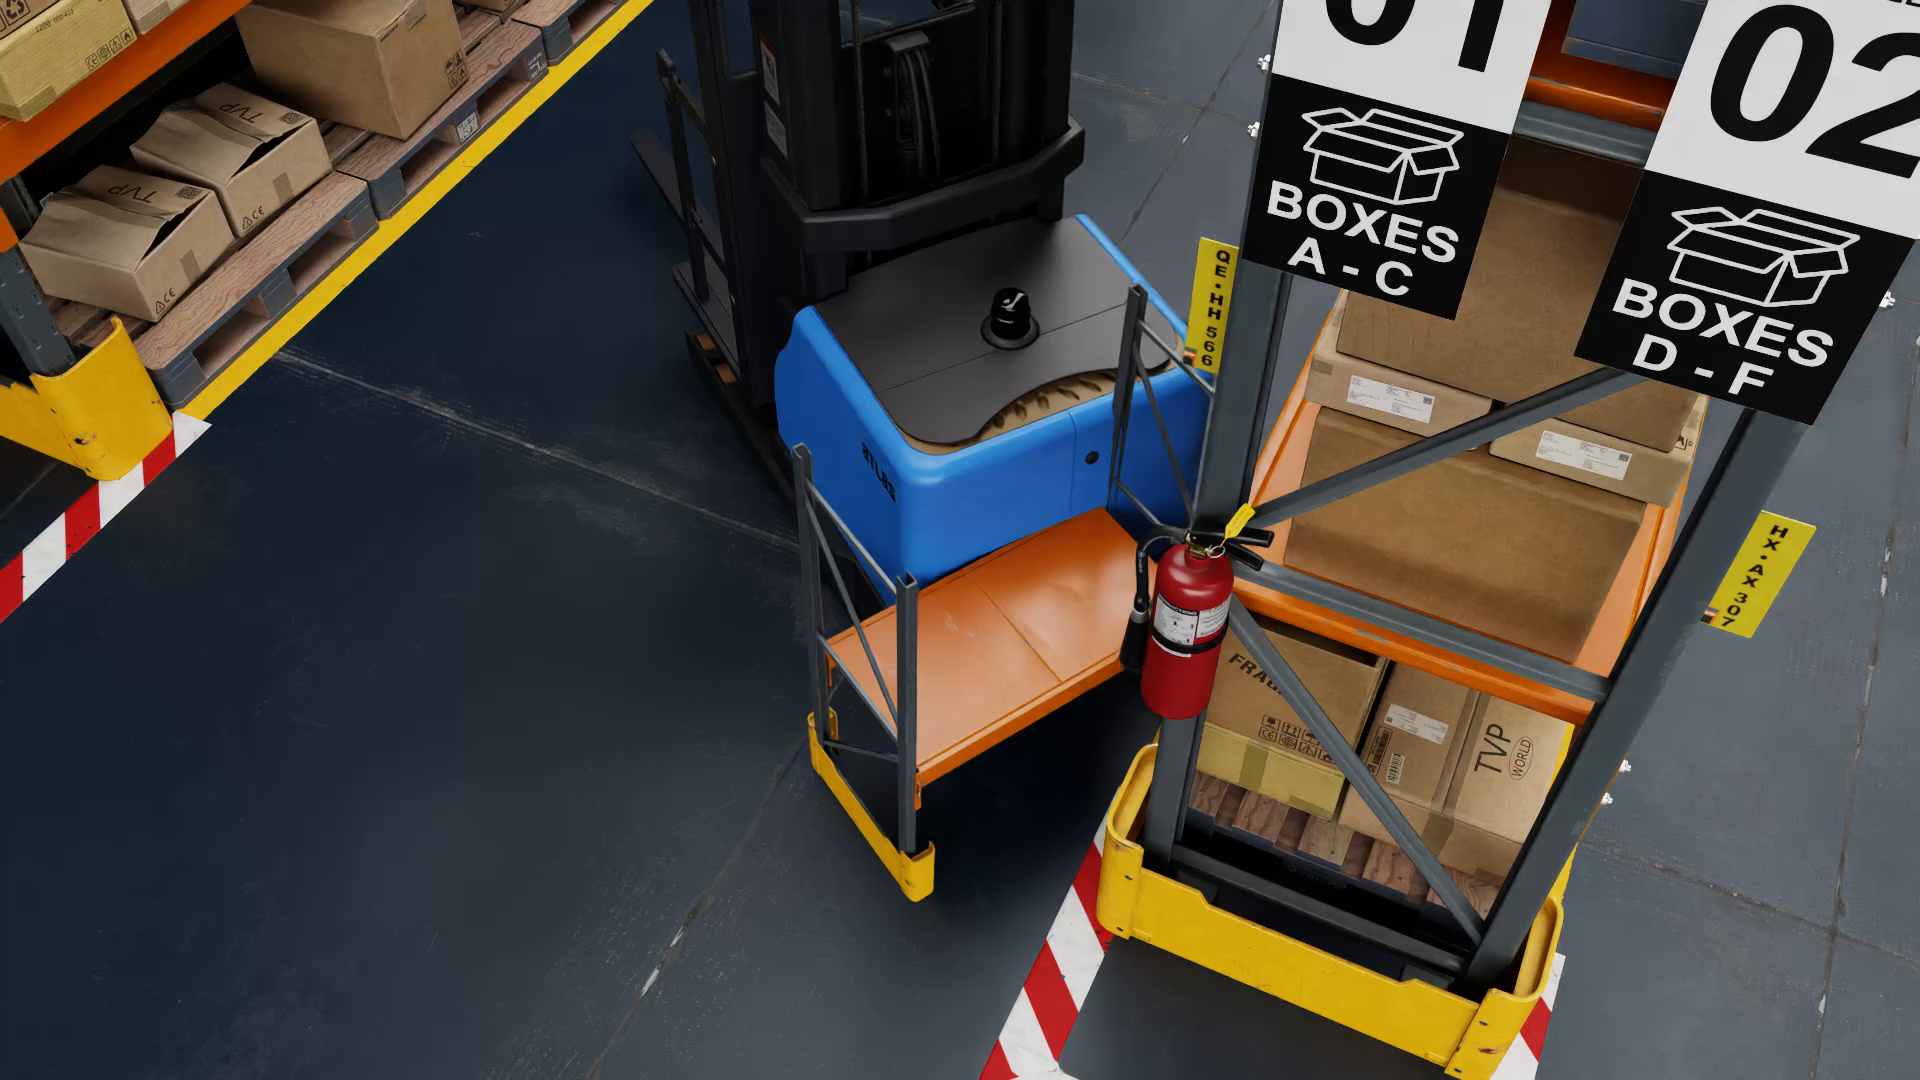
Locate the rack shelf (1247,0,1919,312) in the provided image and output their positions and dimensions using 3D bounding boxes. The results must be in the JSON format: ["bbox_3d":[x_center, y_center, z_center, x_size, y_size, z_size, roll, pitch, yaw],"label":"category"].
[{"bbox_3d":[1.838,-1.927,3.923,1.077,0.370,4.000,20,52,16],"label":"rack shelf"}]

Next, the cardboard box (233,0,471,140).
[{"bbox_3d":[-2.518,-2.082,6.904,0.700,0.500,0.500,17,52,14],"label":"cardboard box"}]

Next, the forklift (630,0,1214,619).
[{"bbox_3d":[-0.371,-1.595,5.182,1.130,2.935,3.031,-22,53,-17],"label":"forklift"}]

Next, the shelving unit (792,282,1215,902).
[{"bbox_3d":[0.162,0.178,4.606,1.083,1.500,0.587,-28,58,-21],"label":"shelving unit"}]

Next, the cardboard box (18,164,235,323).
[{"bbox_3d":[-3.120,-1.139,6.226,0.500,0.311,0.500,14,51,12],"label":"cardboard box"}]

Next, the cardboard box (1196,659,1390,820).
[{"bbox_3d":[0.946,0.478,4.903,0.500,0.250,0.500,20,52,16],"label":"cardboard box"}]

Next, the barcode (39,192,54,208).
[{"bbox_3d":[-3.474,-1.284,6.344,0.001,0.075,0.075,20,52,16],"label":"barcode"}]

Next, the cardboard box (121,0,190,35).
[{"bbox_3d":[-2.792,-1.973,5.545,0.500,0.250,0.500,18,52,15],"label":"cardboard box"}]

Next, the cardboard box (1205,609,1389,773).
[{"bbox_3d":[0.944,0.235,4.618,0.500,0.500,0.500,20,52,16],"label":"cardboard box"}]

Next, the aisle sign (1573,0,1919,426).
[{"bbox_3d":[1.232,-0.509,2.506,0.394,0.787,0.004,20,52,16],"label":"aisle sign"}]

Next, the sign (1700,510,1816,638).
[{"bbox_3d":[1.483,0.067,3.103,0.100,0.325,0.005,20,52,16],"label":"sign"}]

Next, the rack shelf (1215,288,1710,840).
[{"bbox_3d":[1.838,-0.955,5.066,1.077,0.370,4.000,20,52,16],"label":"rack shelf"}]

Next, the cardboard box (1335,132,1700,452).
[{"bbox_3d":[1.217,-0.618,3.389,0.700,0.500,0.500,20,52,16],"label":"cardboard box"}]

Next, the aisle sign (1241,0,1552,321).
[{"bbox_3d":[0.690,-0.704,2.673,0.394,0.787,0.004,20,52,16],"label":"aisle sign"}]

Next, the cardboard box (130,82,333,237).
[{"bbox_3d":[-2.876,-1.531,6.560,0.500,0.311,0.500,24,54,19],"label":"cardboard box"}]

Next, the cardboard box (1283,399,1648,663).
[{"bbox_3d":[1.195,-0.161,3.852,0.700,0.500,0.500,20,52,16],"label":"cardboard box"}]

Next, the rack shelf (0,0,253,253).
[{"bbox_3d":[-2.642,-2.565,6.435,1.077,0.370,4.000,20,52,16],"label":"rack shelf"}]

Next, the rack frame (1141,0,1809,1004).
[{"bbox_3d":[0.984,0.189,3.620,1.000,3.000,0.127,20,52,16],"label":"rack frame"}]

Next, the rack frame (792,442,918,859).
[{"bbox_3d":[-0.265,0.401,4.417,0.032,1.500,0.500,-28,58,-21],"label":"rack frame"}]

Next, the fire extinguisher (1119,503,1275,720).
[{"bbox_3d":[0.513,0.144,3.709,0.296,0.674,0.183,20,52,16],"label":"fire extinguisher"}]

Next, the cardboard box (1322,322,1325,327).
[{"bbox_3d":[1.358,-0.459,5.208,0.500,0.500,0.500,20,52,16],"label":"cardboard box"}]

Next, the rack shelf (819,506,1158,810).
[{"bbox_3d":[0.150,0.293,4.744,1.000,0.185,0.538,-28,58,-21],"label":"rack shelf"}]

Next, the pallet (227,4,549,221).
[{"bbox_3d":[-2.563,-1.954,7.274,1.003,0.211,1.213,20,52,16],"label":"pallet"}]

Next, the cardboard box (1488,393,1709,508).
[{"bbox_3d":[1.346,-0.254,3.505,0.380,0.149,0.250,19,52,16],"label":"cardboard box"}]

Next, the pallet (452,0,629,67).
[{"bbox_3d":[-2.043,-2.797,7.992,1.003,0.211,1.213,20,52,16],"label":"pallet"}]

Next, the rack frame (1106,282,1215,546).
[{"bbox_3d":[0.574,-0.038,4.788,0.032,1.500,0.500,-28,58,-21],"label":"rack frame"}]

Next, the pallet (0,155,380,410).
[{"bbox_3d":[-3.085,-1.117,6.562,1.003,0.211,1.213,20,52,16],"label":"pallet"}]

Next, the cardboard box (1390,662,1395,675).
[{"bbox_3d":[1.624,0.301,5.054,0.500,0.250,0.500,20,52,16],"label":"cardboard box"}]

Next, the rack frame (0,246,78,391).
[{"bbox_3d":[-3.497,-1.420,4.989,1.000,3.000,0.127,20,52,16],"label":"rack frame"}]

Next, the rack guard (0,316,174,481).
[{"bbox_3d":[-3.464,-0.663,5.986,1.175,0.500,0.348,20,52,16],"label":"rack guard"}]

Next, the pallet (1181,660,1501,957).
[{"bbox_3d":[1.272,0.552,5.141,1.003,0.211,1.213,20,52,16],"label":"pallet"}]

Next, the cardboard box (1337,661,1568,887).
[{"bbox_3d":[1.414,0.647,4.760,0.500,0.250,0.500,20,52,16],"label":"cardboard box"}]

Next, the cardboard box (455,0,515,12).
[{"bbox_3d":[-2.195,-2.780,7.498,0.500,0.500,0.500,16,52,13],"label":"cardboard box"}]

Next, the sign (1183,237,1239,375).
[{"bbox_3d":[0.499,-0.449,3.247,0.100,0.325,0.005,20,52,16],"label":"sign"}]

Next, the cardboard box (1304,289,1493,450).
[{"bbox_3d":[0.975,-0.379,3.611,0.380,0.149,0.250,19,52,15],"label":"cardboard box"}]

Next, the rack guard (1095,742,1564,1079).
[{"bbox_3d":[0.973,1.015,4.558,1.175,0.500,0.348,20,52,16],"label":"rack guard"}]

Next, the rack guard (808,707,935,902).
[{"bbox_3d":[-0.265,0.778,4.915,0.087,0.250,0.587,-28,58,-21],"label":"rack guard"}]

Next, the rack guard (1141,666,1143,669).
[{"bbox_3d":[0.557,0.349,5.279,0.087,0.250,0.587,-28,58,-21],"label":"rack guard"}]

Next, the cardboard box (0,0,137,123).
[{"bbox_3d":[-3.001,-1.611,5.237,0.500,0.250,0.500,18,52,15],"label":"cardboard box"}]
